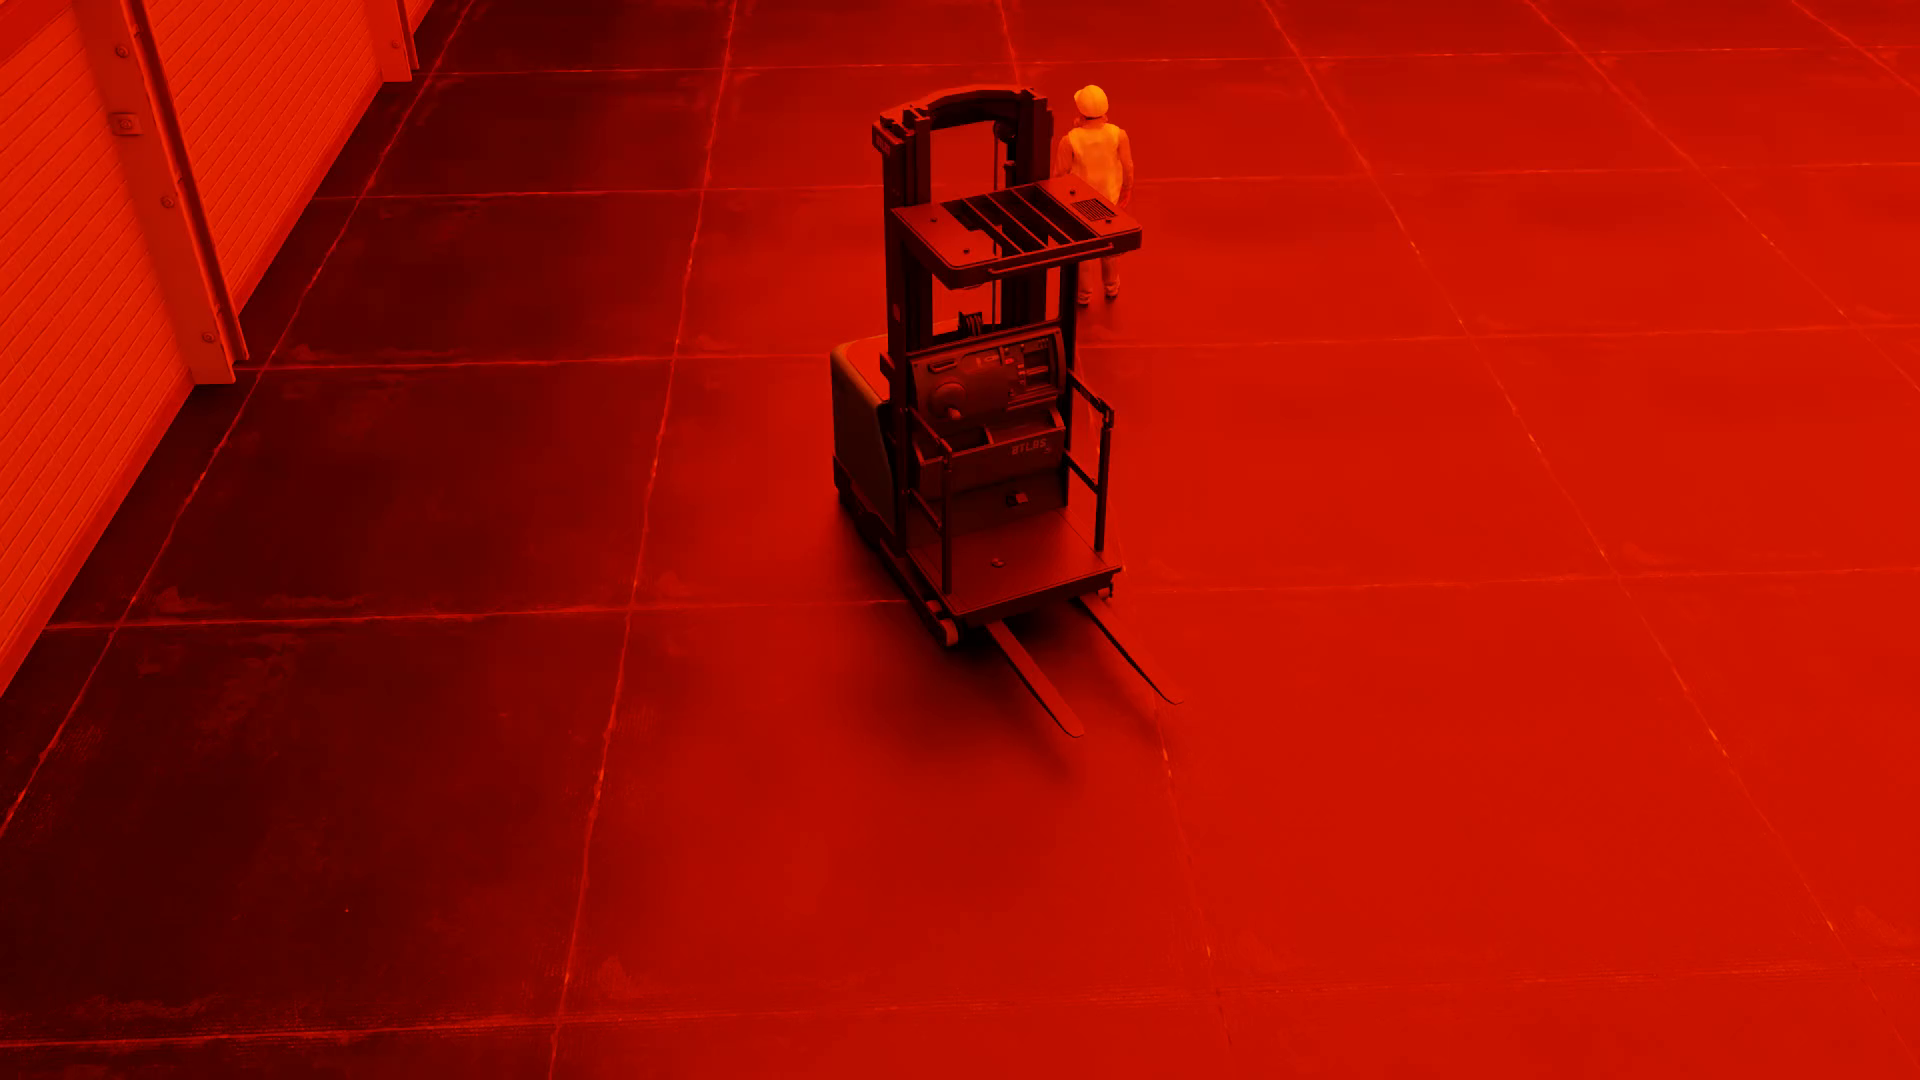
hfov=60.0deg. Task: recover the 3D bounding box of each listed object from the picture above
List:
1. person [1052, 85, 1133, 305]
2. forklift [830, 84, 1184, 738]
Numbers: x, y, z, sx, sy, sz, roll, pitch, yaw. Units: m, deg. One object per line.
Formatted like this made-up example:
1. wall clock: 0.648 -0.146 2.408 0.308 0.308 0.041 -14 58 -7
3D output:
1. person: 0.986 -2.627 12.588 0.634 1.775 0.567 -4 36 -5
2. forklift: 0.258 -0.860 9.192 1.130 2.935 3.031 -15 39 -20
